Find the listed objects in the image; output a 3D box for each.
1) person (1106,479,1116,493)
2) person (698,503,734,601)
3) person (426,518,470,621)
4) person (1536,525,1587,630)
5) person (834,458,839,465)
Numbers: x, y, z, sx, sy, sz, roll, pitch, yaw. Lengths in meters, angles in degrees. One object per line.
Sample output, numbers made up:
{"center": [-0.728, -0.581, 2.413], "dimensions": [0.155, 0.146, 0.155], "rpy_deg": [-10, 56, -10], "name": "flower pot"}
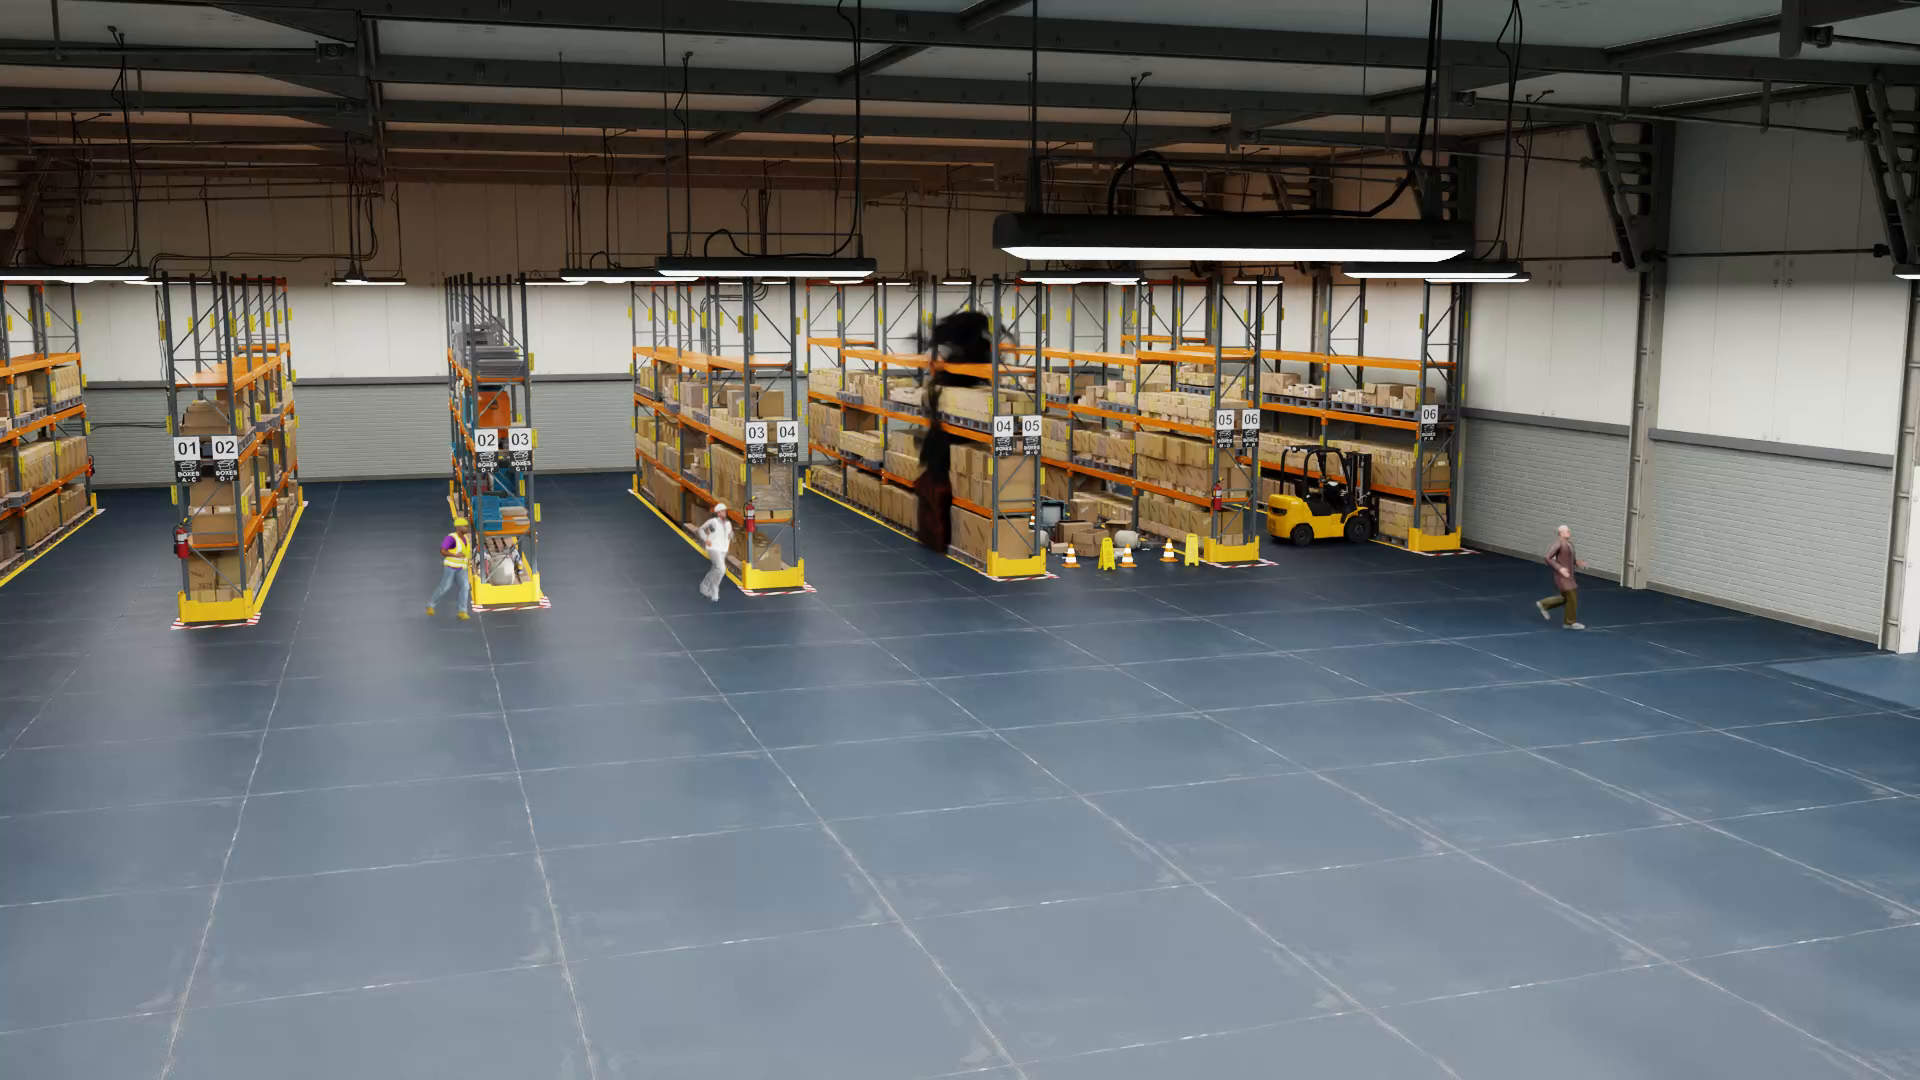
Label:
{"center": [4.072, -2.065, 45.841], "dimensions": [0.667, 1.741, 0.638], "rpy_deg": [-4, 10, -27], "name": "person"}
{"center": [-4.525, 0.216, 30.974], "dimensions": [0.689, 1.822, 0.632], "rpy_deg": [6, 10, 33], "name": "person"}
{"center": [-8.840, 0.491, 29.149], "dimensions": [0.977, 1.727, 0.781], "rpy_deg": [4, 10, 27], "name": "person"}
{"center": [10.209, 0.620, 28.206], "dimensions": [0.897, 1.745, 0.720], "rpy_deg": [7, 11, 40], "name": "person"}
{"center": [-3.546, -2.562, 49.600], "dimensions": [0.706, 1.706, 0.556], "rpy_deg": [2, 9, 16], "name": "person"}
